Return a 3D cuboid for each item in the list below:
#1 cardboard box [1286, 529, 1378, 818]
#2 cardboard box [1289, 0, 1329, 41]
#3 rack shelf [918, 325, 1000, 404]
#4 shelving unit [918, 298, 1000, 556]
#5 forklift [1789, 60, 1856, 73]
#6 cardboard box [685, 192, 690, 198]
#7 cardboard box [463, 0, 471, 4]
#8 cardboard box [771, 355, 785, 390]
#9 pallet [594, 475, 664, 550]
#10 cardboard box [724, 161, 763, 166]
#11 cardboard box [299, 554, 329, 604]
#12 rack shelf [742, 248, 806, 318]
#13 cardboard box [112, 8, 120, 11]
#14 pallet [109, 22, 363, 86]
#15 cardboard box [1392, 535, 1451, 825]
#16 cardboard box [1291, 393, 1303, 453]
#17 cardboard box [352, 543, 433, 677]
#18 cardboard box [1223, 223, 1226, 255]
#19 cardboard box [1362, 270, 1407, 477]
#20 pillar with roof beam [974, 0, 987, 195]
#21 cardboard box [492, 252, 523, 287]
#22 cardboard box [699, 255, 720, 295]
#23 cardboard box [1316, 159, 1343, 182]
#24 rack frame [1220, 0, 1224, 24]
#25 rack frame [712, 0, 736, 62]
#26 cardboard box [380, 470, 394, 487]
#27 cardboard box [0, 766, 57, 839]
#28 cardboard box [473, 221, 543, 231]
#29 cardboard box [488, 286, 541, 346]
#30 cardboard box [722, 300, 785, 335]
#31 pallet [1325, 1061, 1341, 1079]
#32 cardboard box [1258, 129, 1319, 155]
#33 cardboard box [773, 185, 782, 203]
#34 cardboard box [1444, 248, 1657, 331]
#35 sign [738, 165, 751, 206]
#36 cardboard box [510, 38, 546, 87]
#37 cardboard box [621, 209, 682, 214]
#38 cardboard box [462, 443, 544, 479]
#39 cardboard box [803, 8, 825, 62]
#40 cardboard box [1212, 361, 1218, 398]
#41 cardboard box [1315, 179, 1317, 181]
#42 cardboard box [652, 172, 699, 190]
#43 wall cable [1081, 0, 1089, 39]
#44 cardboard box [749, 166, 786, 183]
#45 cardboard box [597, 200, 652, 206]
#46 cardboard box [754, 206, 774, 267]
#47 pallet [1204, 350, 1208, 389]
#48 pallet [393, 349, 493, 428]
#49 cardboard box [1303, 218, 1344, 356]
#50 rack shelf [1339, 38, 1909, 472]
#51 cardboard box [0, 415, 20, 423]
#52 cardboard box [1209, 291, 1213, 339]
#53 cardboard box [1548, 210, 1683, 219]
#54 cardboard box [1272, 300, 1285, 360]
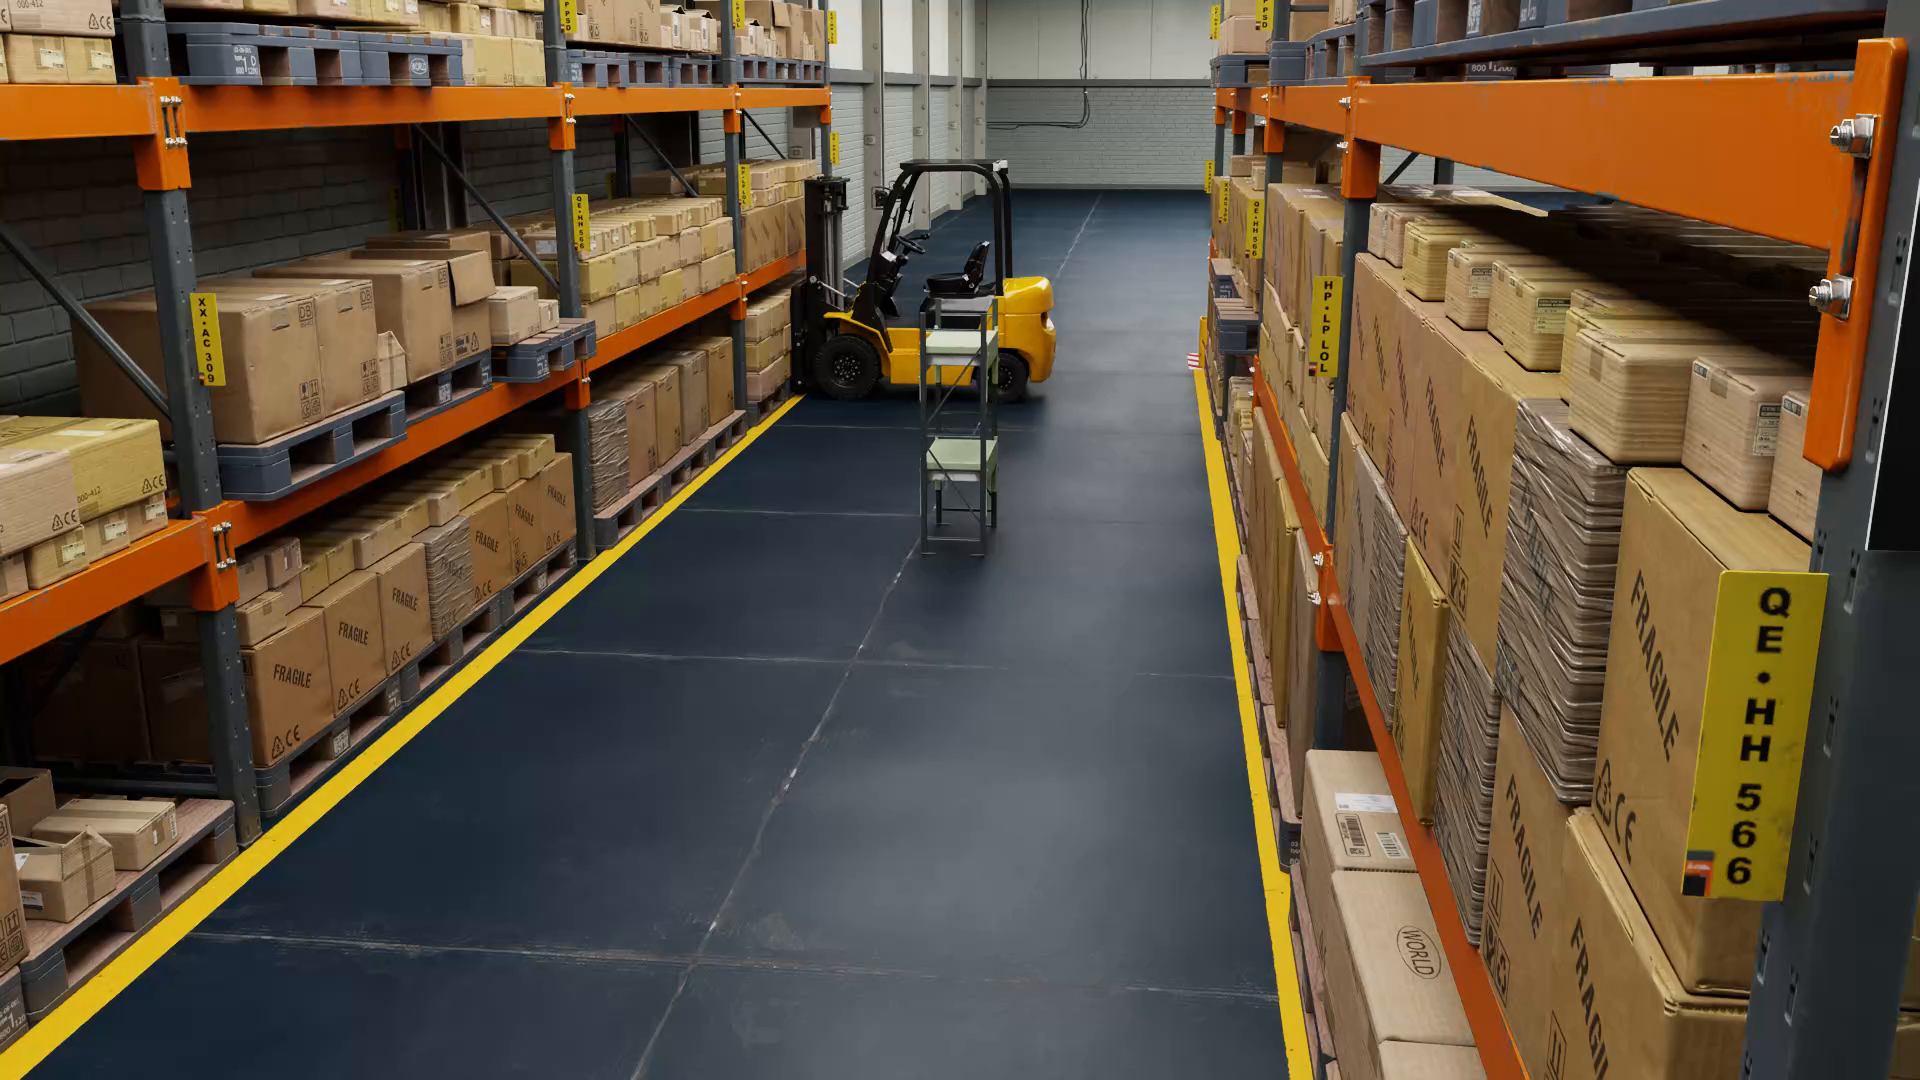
[{"bbox_3d":[1.723,0.502,6.325,0.875,0.875,0.875,2,15,8],"label":"cardboard box"},{"bbox_3d":[2.301,-2.937,9.839,0.700,0.500,0.500,2,15,6],"label":"cardboard box"},{"bbox_3d":[0.001,-1.102,10.371,0.431,0.370,0.720,2,15,6],"label":"rack shelf"},{"bbox_3d":[0.001,-0.726,10.473,0.431,1.500,0.755,2,15,6],"label":"shelving unit"},{"bbox_3d":[4.828,-1.203,9.497,1.130,2.935,3.031,2,15,7],"label":"forklift"},{"bbox_3d":[-2.522,-2.896,14.192,0.380,0.149,0.250,1,15,5],"label":"cardboard box"},{"bbox_3d":[-2.678,-2.754,8.307,0.380,0.149,0.250,1,15,5],"label":"cardboard box"},{"bbox_3d":[-1.872,-1.501,14.930,0.500,0.250,0.500,1,15,5],"label":"cardboard box"},{"bbox_3d":[-2.617,-0.207,11.022,1.003,0.211,1.213,2,15,6],"label":"pallet"},{"bbox_3d":[-2.175,-3.704,16.609,0.380,0.149,0.250,2,15,7],"label":"cardboard box"},{"bbox_3d":[-2.923,0.162,7.060,0.380,0.149,0.250,1,15,3],"label":"cardboard box"},{"bbox_3d":[-2.071,-2.549,15.722,1.077,0.370,4.000,2,15,6],"label":"rack shelf"},{"bbox_3d":[-3.234,-1.961,5.908,0.380,0.149,0.250,2,15,6],"label":"cardboard box"},{"bbox_3d":[-3.056,-1.827,6.287,1.213,0.211,1.003,2,15,6],"label":"pallet"},{"bbox_3d":[1.238,0.301,3.612,0.500,0.500,0.500,2,15,8],"label":"cardboard box"},{"bbox_3d":[1.667,-0.472,6.947,0.500,0.250,0.500,1,15,5],"label":"cardboard box"},{"bbox_3d":[-2.811,0.314,7.737,0.500,0.500,0.500,1,15,5],"label":"cardboard box"},{"bbox_3d":[2.490,-2.681,14.069,0.500,0.500,0.500,2,15,8],"label":"cardboard box"},{"bbox_3d":[1.375,-0.442,4.442,0.500,0.500,0.500,1,15,6],"label":"cardboard box"},{"bbox_3d":[4.843,-13.811,44.500,9.100,9.000,0.400,2,15,6],"label":"pillar with roof beam"},{"bbox_3d":[-2.974,-1.634,10.288,0.500,0.250,0.500,2,15,8],"label":"cardboard box"},{"bbox_3d":[-2.145,-2.037,12.735,0.500,0.250,0.500,2,15,6],"label":"cardboard box"},{"bbox_3d":[2.743,-2.635,11.851,0.380,0.149,0.250,1,15,5],"label":"cardboard box"},{"bbox_3d":[3.087,-6.166,16.226,1.000,3.000,0.127,2,15,6],"label":"rack frame"},{"bbox_3d":[-2.297,-5.274,12.927,1.000,3.000,0.127,2,15,6],"label":"rack frame"},{"bbox_3d":[-3.245,-0.321,8.844,0.380,0.149,0.250,1,15,4],"label":"cardboard box"},{"bbox_3d":[-3.509,0.957,5.725,0.500,0.311,0.500,2,15,8],"label":"cardboard box"},{"bbox_3d":[-2.946,-1.994,10.857,0.380,0.149,0.250,1,15,5],"label":"cardboard box"},{"bbox_3d":[-2.546,-1.188,8.791,0.500,0.250,0.500,1,15,4],"label":"cardboard box"},{"bbox_3d":[-1.863,-1.985,14.802,0.500,0.250,0.500,2,15,6],"label":"cardboard box"},{"bbox_3d":[1.434,1.700,3.969,1.003,0.211,1.213,2,15,6],"label":"pallet"},{"bbox_3d":[3.032,-3.414,14.865,0.700,0.500,0.500,2,15,6],"label":"cardboard box"},{"bbox_3d":[-1.827,-3.145,15.114,0.380,0.149,0.250,1,15,4],"label":"cardboard box"},{"bbox_3d":[1.249,-0.533,3.538,0.380,0.149,0.250,2,15,6],"label":"cardboard box"},{"bbox_3d":[-1.757,-2.885,13.519,0.100,0.325,0.005,2,15,6],"label":"sign"},{"bbox_3d":[-2.565,-2.576,8.982,0.500,0.250,0.500,1,15,4],"label":"cardboard box"},{"bbox_3d":[-2.230,-2.312,12.031,0.380,0.149,0.250,2,15,7],"label":"cardboard box"},{"bbox_3d":[-2.553,-0.442,9.293,0.380,0.149,0.250,1,15,3],"label":"cardboard box"},{"bbox_3d":[-1.654,-5.041,16.623,0.500,0.500,0.500,2,15,8],"label":"cardboard box"},{"bbox_3d":[2.485,-1.408,14.585,0.500,0.250,0.500,1,15,5],"label":"cardboard box"},{"bbox_3d":[2.757,-2.372,12.122,0.500,0.500,0.500,2,15,7],"label":"cardboard box"},{"bbox_3d":[-2.475,-3.108,14.404,0.380,0.149,0.250,2,15,6],"label":"cardboard box"},{"bbox_3d":[4.900,-15.523,47.102,3.097,2.526,0.112,2,15,6],"label":"wall cable"},{"bbox_3d":[-1.844,-3.423,15.571,0.380,0.149,0.250,2,15,7],"label":"cardboard box"},{"bbox_3d":[-2.632,-2.586,13.047,0.380,0.149,0.250,1,15,4],"label":"cardboard box"},{"bbox_3d":[-1.945,-2.669,14.595,0.500,0.500,0.500,2,15,7],"label":"cardboard box"},{"bbox_3d":[2.951,-1.695,16.525,1.003,0.211,1.213,2,15,6],"label":"pallet"},{"bbox_3d":[-2.963,-0.743,8.032,1.003,0.211,1.213,2,15,6],"label":"pallet"},{"bbox_3d":[1.585,-0.946,6.309,0.500,0.500,0.500,2,15,7],"label":"cardboard box"},{"bbox_3d":[1.507,-0.740,3.283,1.077,0.370,4.000,2,15,6],"label":"rack shelf"},{"bbox_3d":[-3.524,-0.254,5.571,0.500,0.250,0.500,2,15,6],"label":"cardboard box"},{"bbox_3d":[2.664,-2.165,15.947,0.500,0.500,0.500,1,15,4],"label":"cardboard box"},{"bbox_3d":[1.876,-0.847,4.700,0.380,0.149,0.250,2,15,8],"label":"cardboard box"},{"bbox_3d":[1.753,-0.977,7.859,0.500,0.250,0.500,2,15,6],"label":"cardboard box"}]
